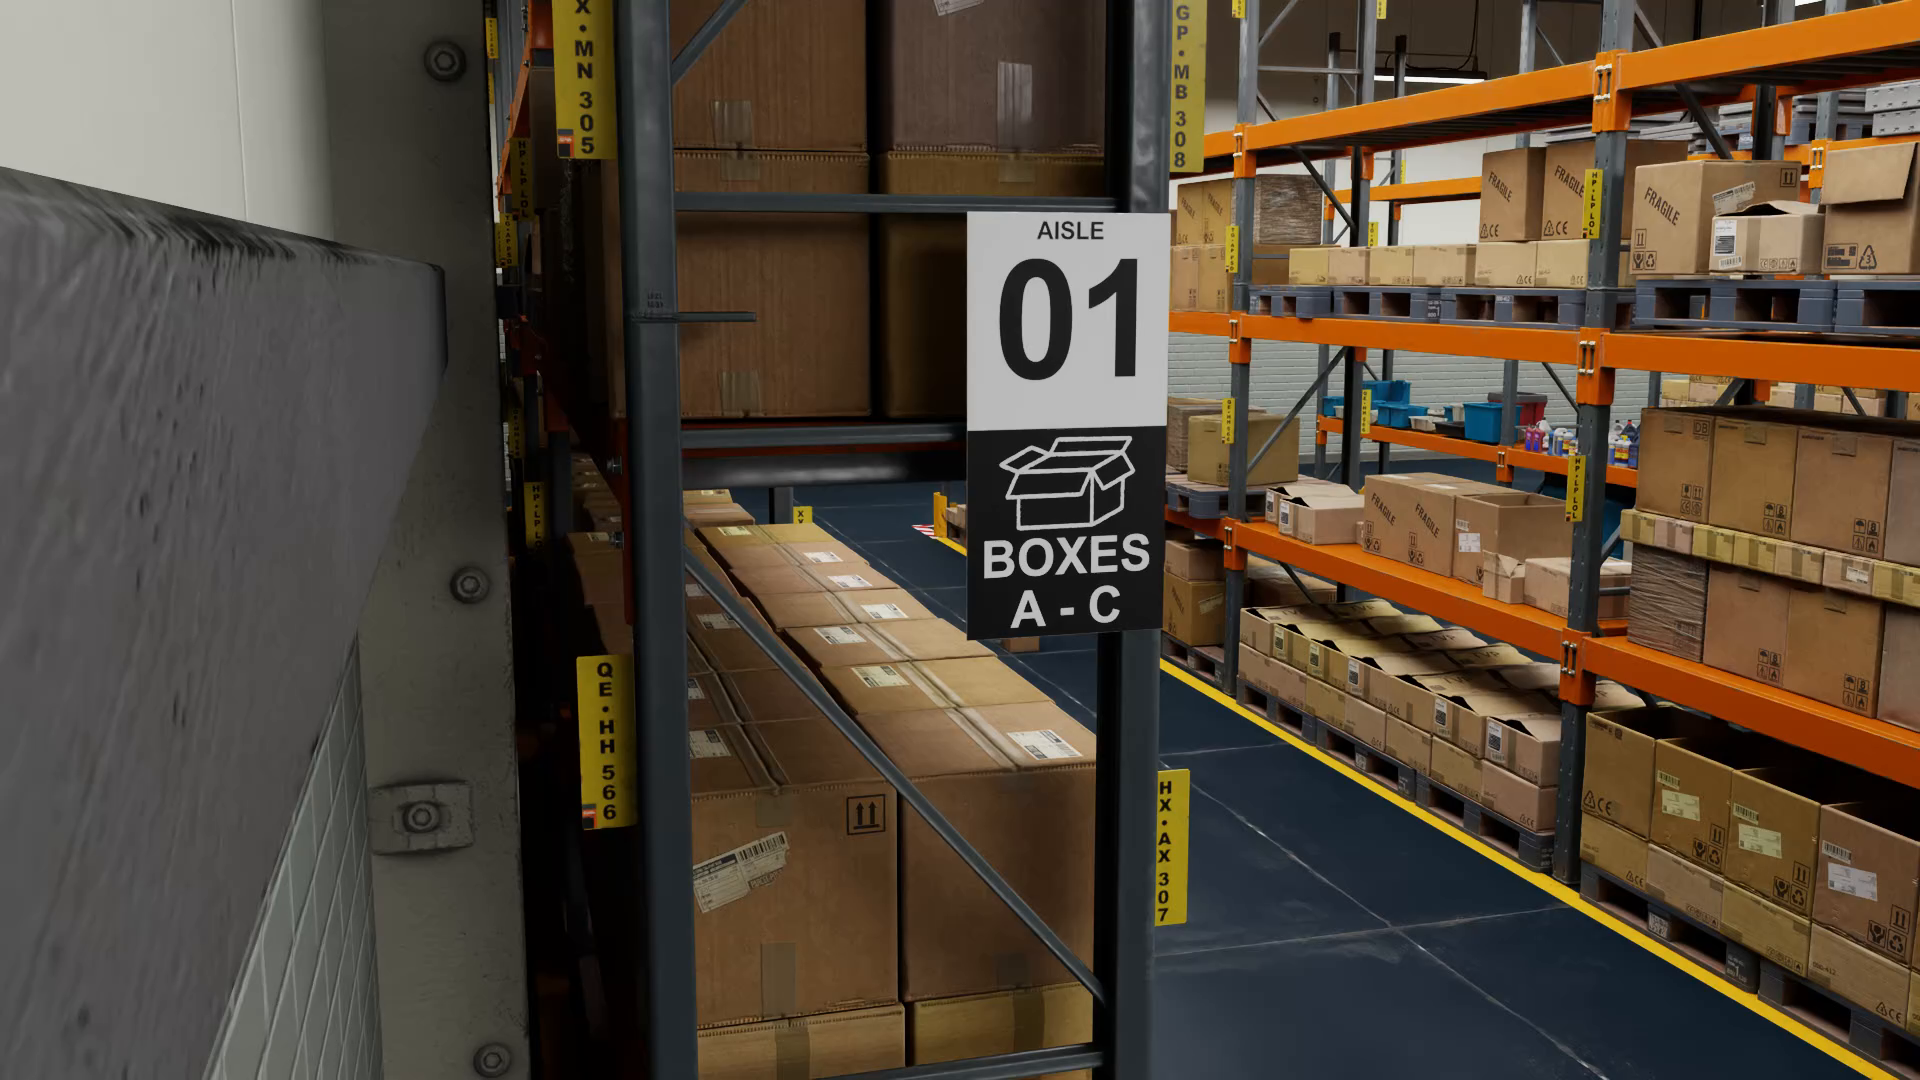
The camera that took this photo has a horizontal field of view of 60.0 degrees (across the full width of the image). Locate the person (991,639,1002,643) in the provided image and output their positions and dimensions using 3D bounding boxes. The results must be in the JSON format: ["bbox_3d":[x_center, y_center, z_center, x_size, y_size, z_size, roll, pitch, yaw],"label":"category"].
[{"bbox_3d":[0.380,-0.006,14.218,0.595,1.867,0.551,-2,9,-14],"label":"person"}]
